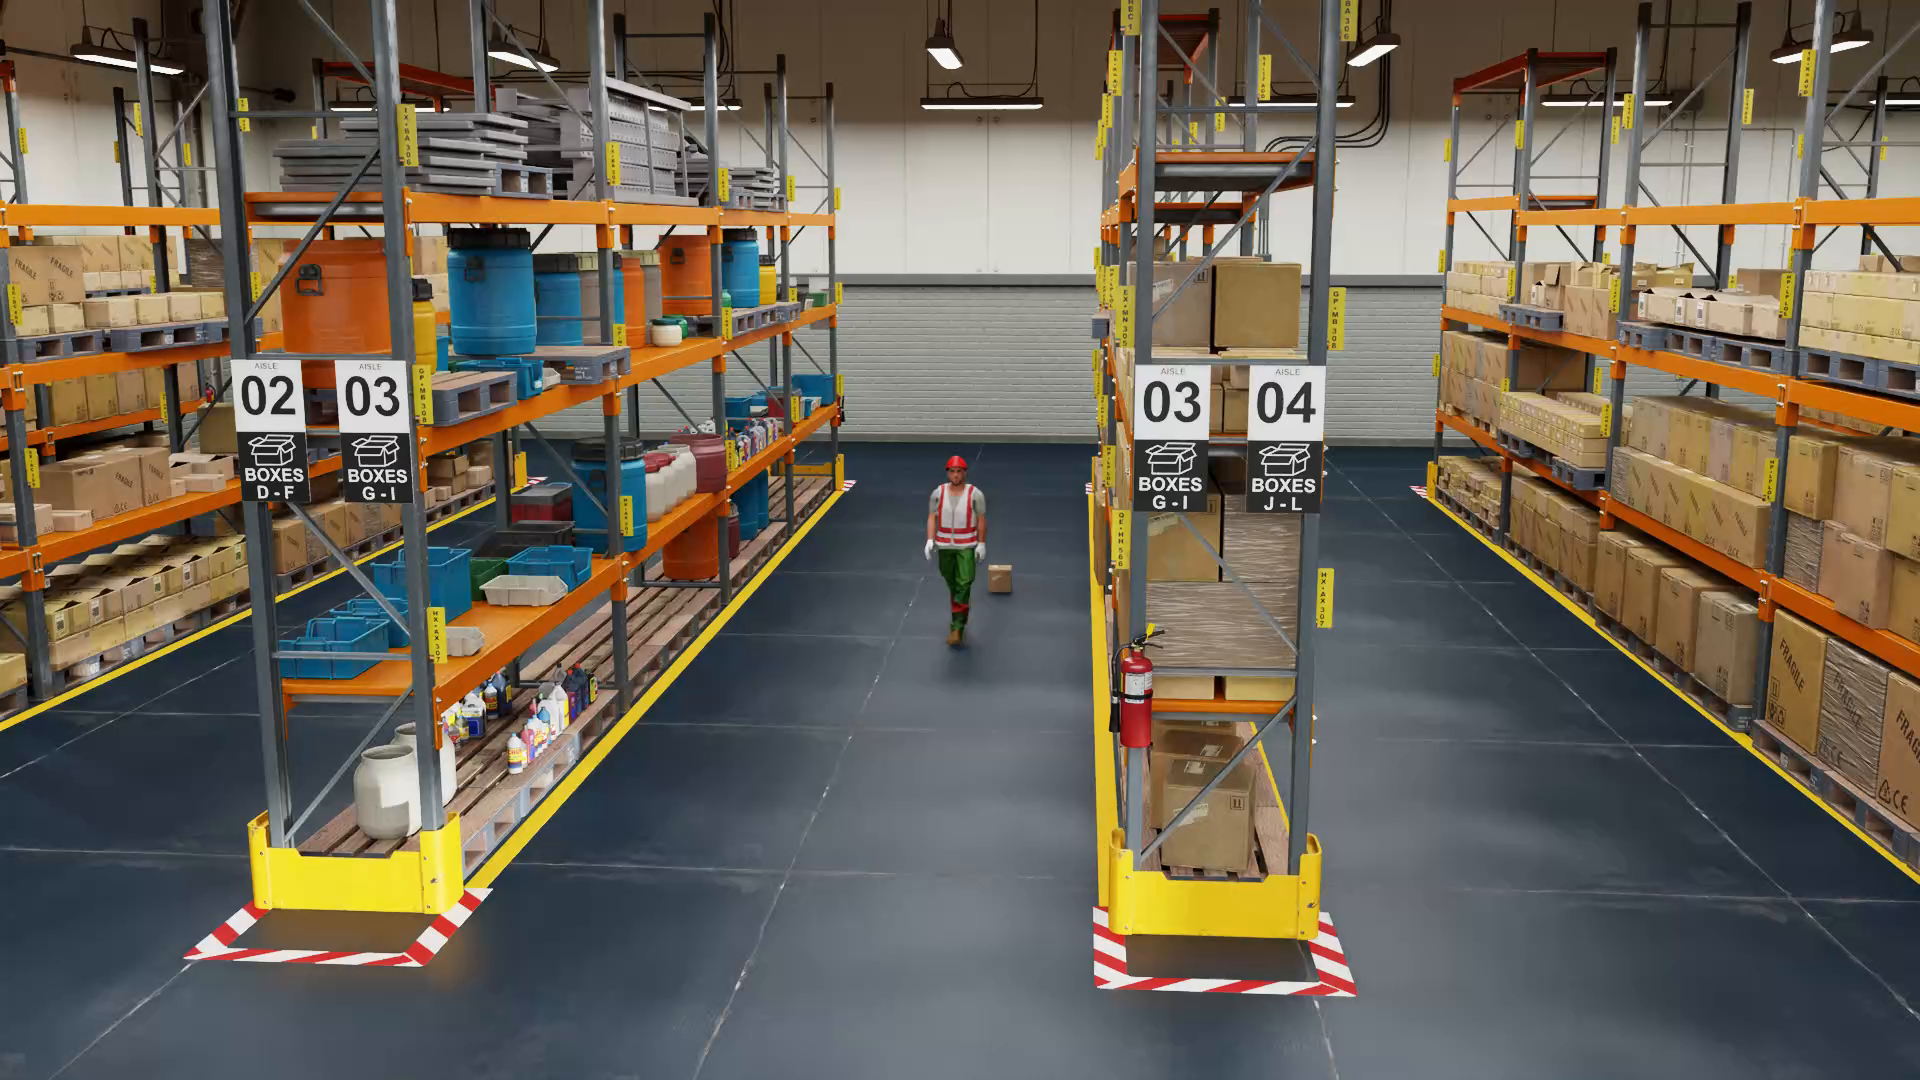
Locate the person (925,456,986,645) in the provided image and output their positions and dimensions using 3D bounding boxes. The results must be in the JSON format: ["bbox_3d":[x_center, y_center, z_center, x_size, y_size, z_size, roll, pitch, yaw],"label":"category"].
[{"bbox_3d":[-0.061,0.061,15.921,0.540,1.724,1.035,3,11,15],"label":"person"}]
